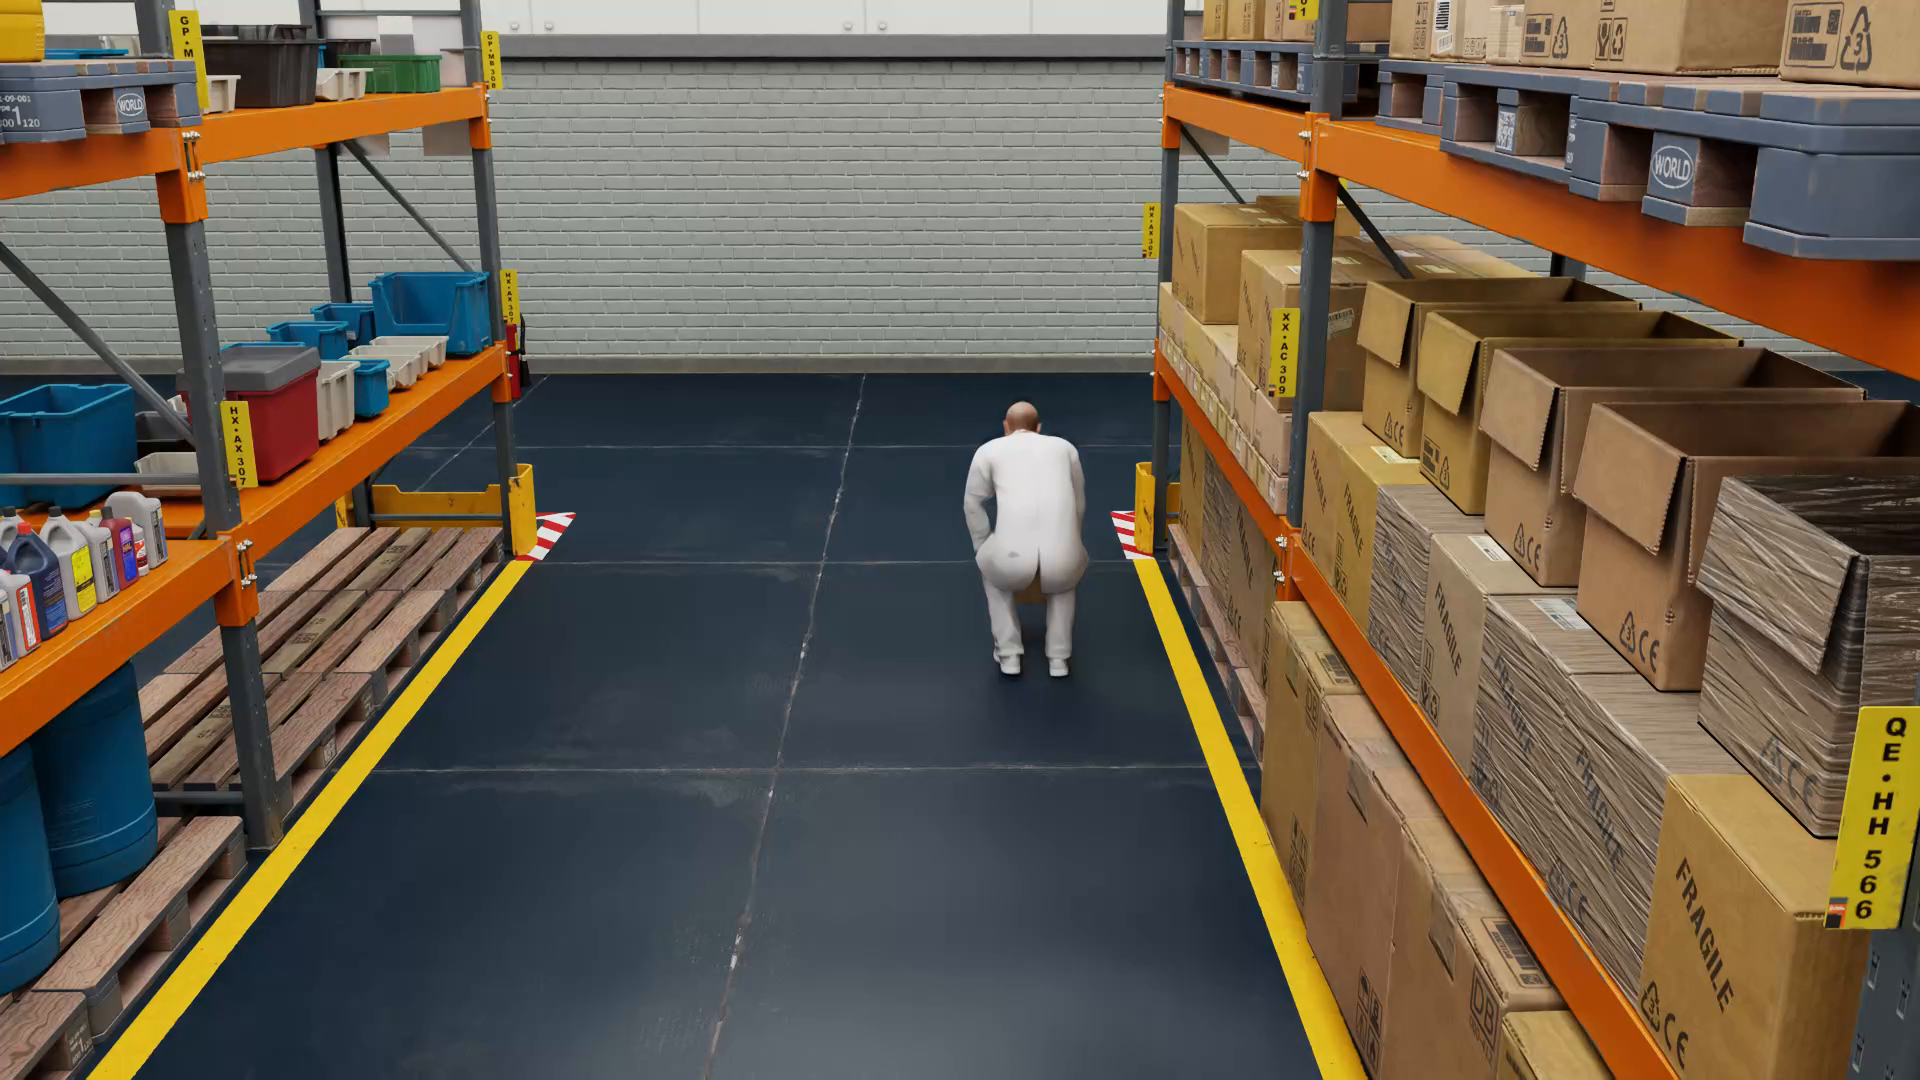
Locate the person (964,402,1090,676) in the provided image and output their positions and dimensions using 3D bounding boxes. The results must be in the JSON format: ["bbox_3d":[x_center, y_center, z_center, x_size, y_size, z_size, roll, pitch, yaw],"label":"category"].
[{"bbox_3d":[0.337,0.012,8.371,0.633,1.293,0.775,0,17,-1],"label":"person"}]
